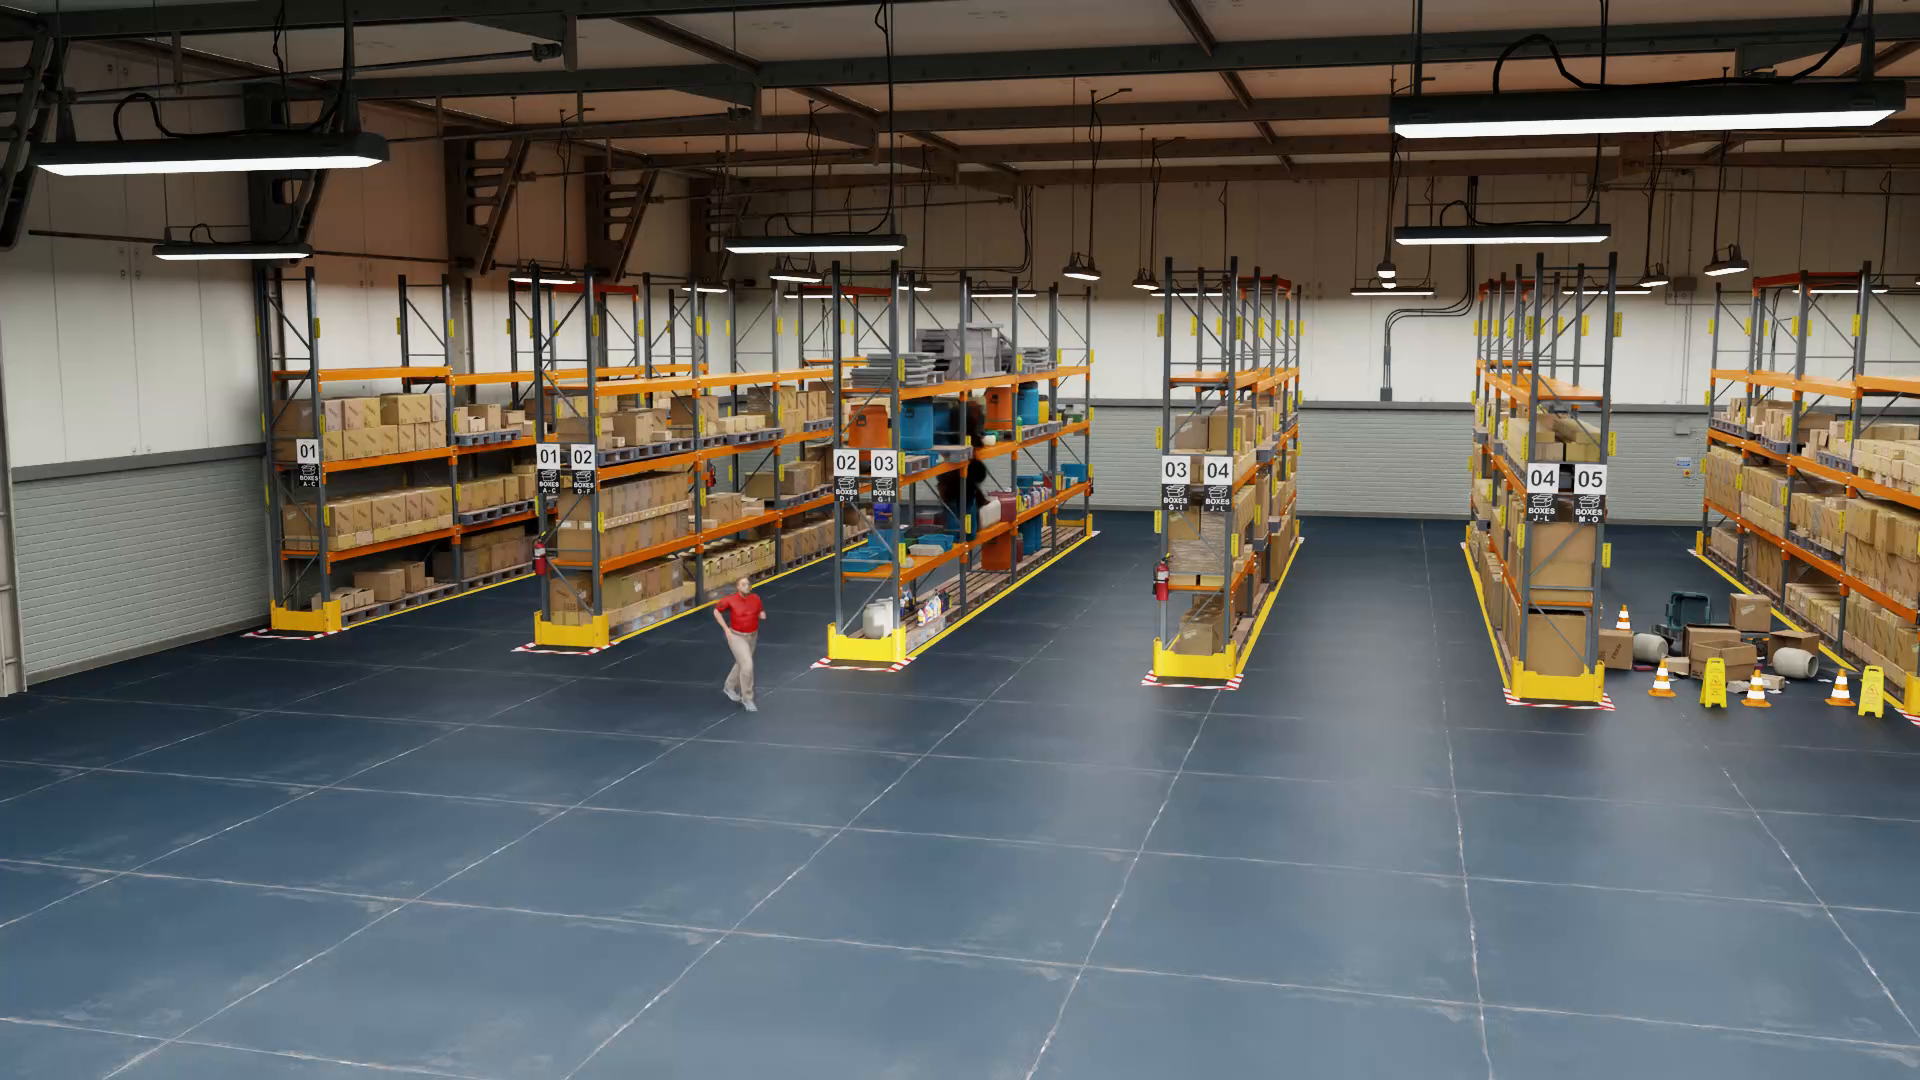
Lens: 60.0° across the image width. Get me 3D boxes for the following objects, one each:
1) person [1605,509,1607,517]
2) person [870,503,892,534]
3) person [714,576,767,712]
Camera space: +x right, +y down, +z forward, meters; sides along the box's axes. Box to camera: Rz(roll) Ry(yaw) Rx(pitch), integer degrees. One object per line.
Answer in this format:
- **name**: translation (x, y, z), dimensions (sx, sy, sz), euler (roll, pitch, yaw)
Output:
- **person**: translation (13.079, -0.299, 34.725), dimensions (0.705, 1.747, 0.991), euler (1, 7, 9)
- **person**: translation (-1.523, -0.221, 32.627), dimensions (0.570, 1.672, 0.884), euler (2, 7, 12)
- **person**: translation (-2.884, 1.366, 22.122), dimensions (0.811, 1.803, 0.629), euler (7, 10, 42)
